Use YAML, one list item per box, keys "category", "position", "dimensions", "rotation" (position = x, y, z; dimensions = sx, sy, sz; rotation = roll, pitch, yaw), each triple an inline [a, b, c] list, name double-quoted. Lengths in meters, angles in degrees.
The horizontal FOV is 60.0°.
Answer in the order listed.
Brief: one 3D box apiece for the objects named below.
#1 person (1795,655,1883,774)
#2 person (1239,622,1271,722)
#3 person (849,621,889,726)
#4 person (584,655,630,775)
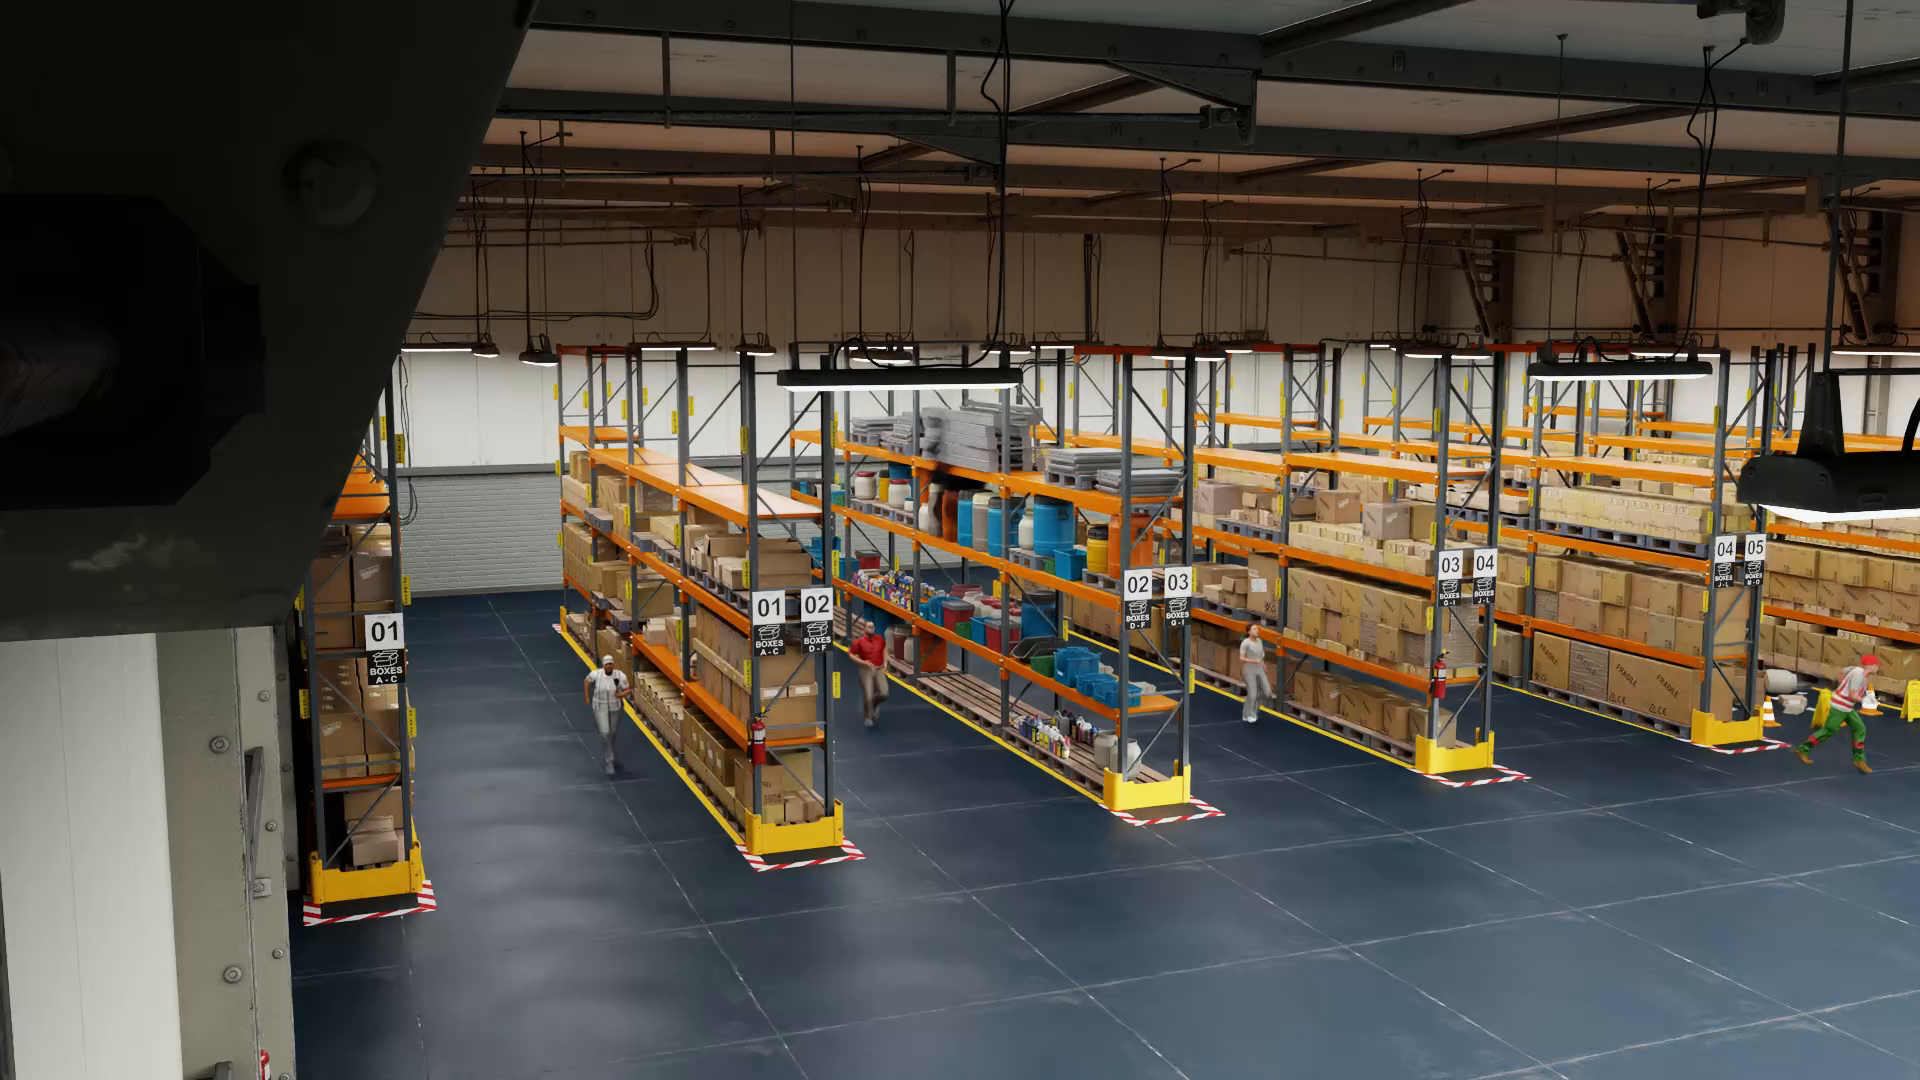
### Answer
- category: "person"
  position: [12.634, 2.464, 23.937]
  dimensions: [1.043, 1.722, 0.707]
  rotation: [4, 8, 26]
- category: "person"
  position: [4.746, 2.129, 26.650]
  dimensions: [0.553, 1.628, 0.564]
  rotation: [-4, 8, -28]
- category: "person"
  position: [-1.399, 2.128, 26.533]
  dimensions: [0.728, 1.687, 0.517]
  rotation: [-4, 8, -30]
- category: "person"
  position: [-5.086, 2.478, 24.033]
  dimensions: [0.627, 1.713, 0.858]
  rotation: [-2, 8, -18]
